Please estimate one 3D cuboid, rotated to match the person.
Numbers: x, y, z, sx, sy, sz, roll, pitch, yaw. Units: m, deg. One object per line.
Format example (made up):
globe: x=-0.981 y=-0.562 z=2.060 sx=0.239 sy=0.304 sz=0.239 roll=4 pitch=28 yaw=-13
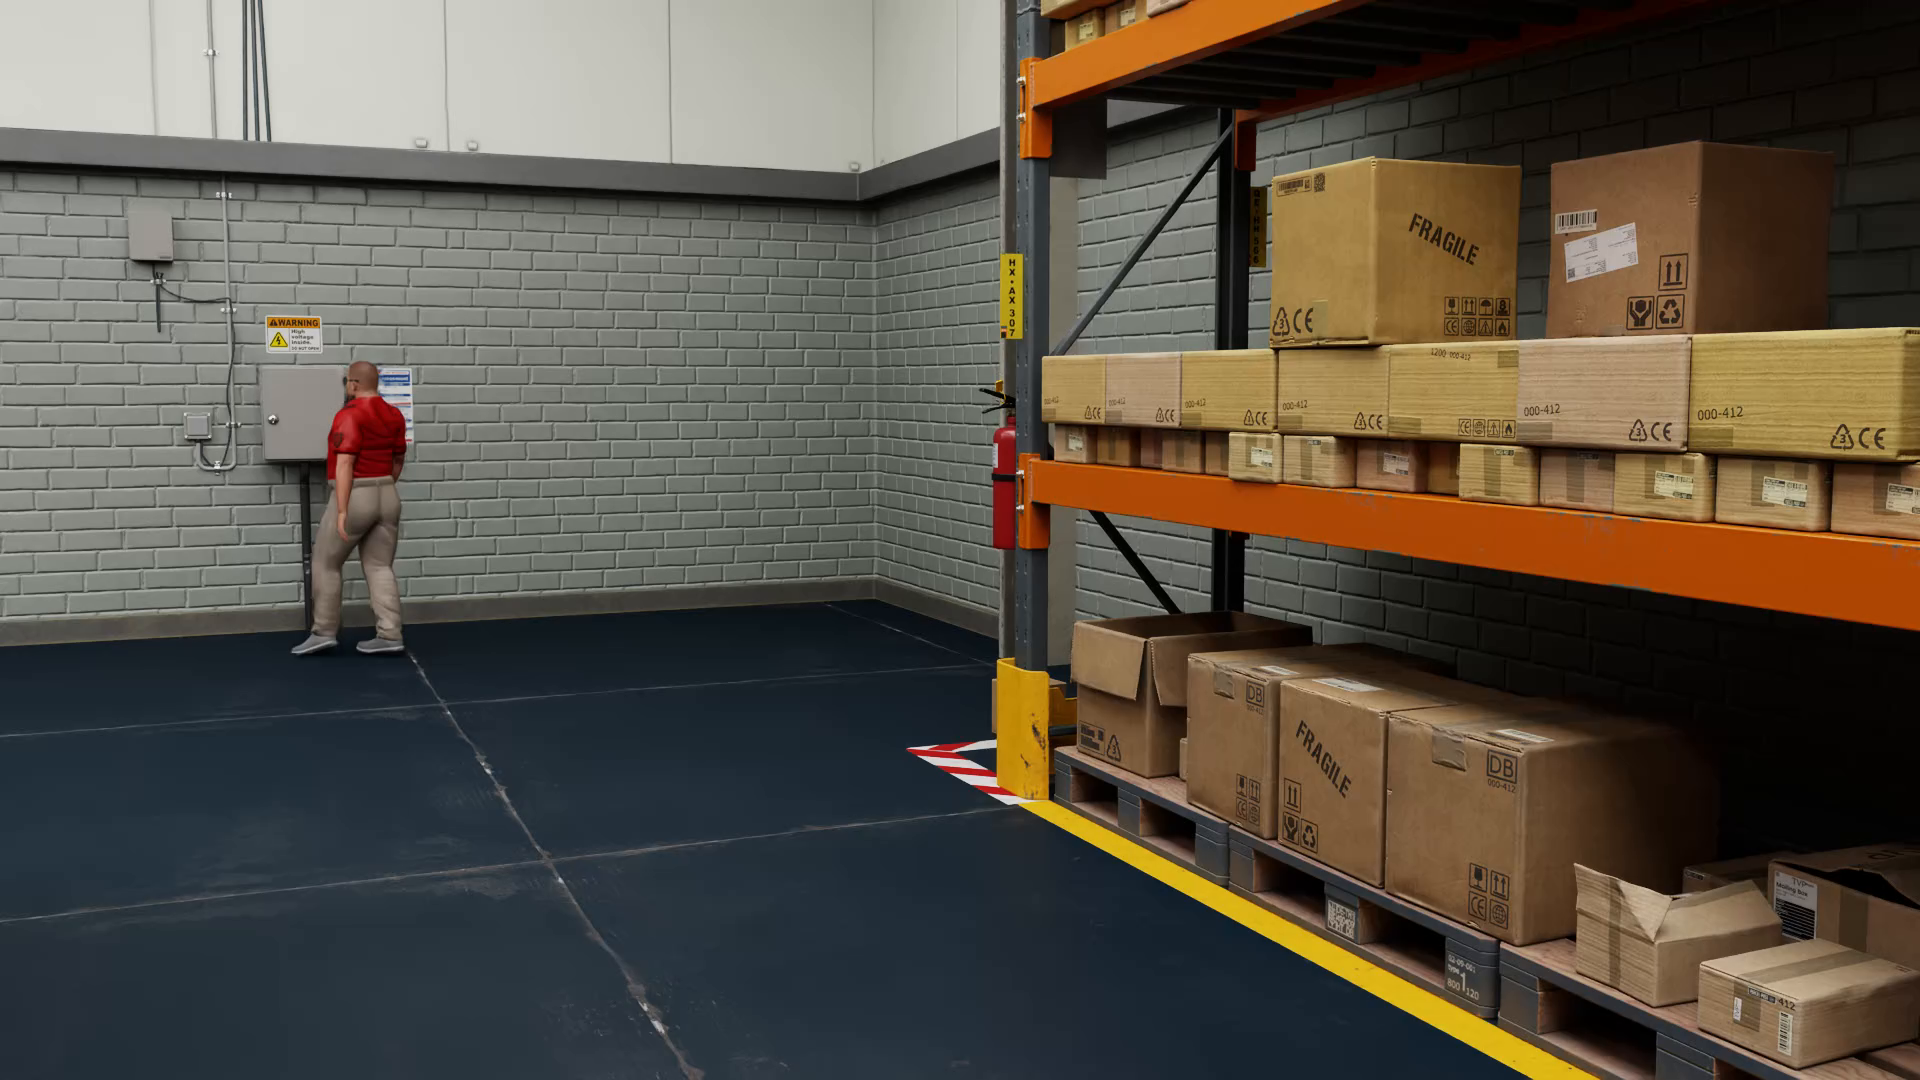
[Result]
person: x=-3.583 y=-0.182 z=9.791 sx=0.685 sy=1.736 sz=0.585 roll=3 pitch=6 yaw=31
